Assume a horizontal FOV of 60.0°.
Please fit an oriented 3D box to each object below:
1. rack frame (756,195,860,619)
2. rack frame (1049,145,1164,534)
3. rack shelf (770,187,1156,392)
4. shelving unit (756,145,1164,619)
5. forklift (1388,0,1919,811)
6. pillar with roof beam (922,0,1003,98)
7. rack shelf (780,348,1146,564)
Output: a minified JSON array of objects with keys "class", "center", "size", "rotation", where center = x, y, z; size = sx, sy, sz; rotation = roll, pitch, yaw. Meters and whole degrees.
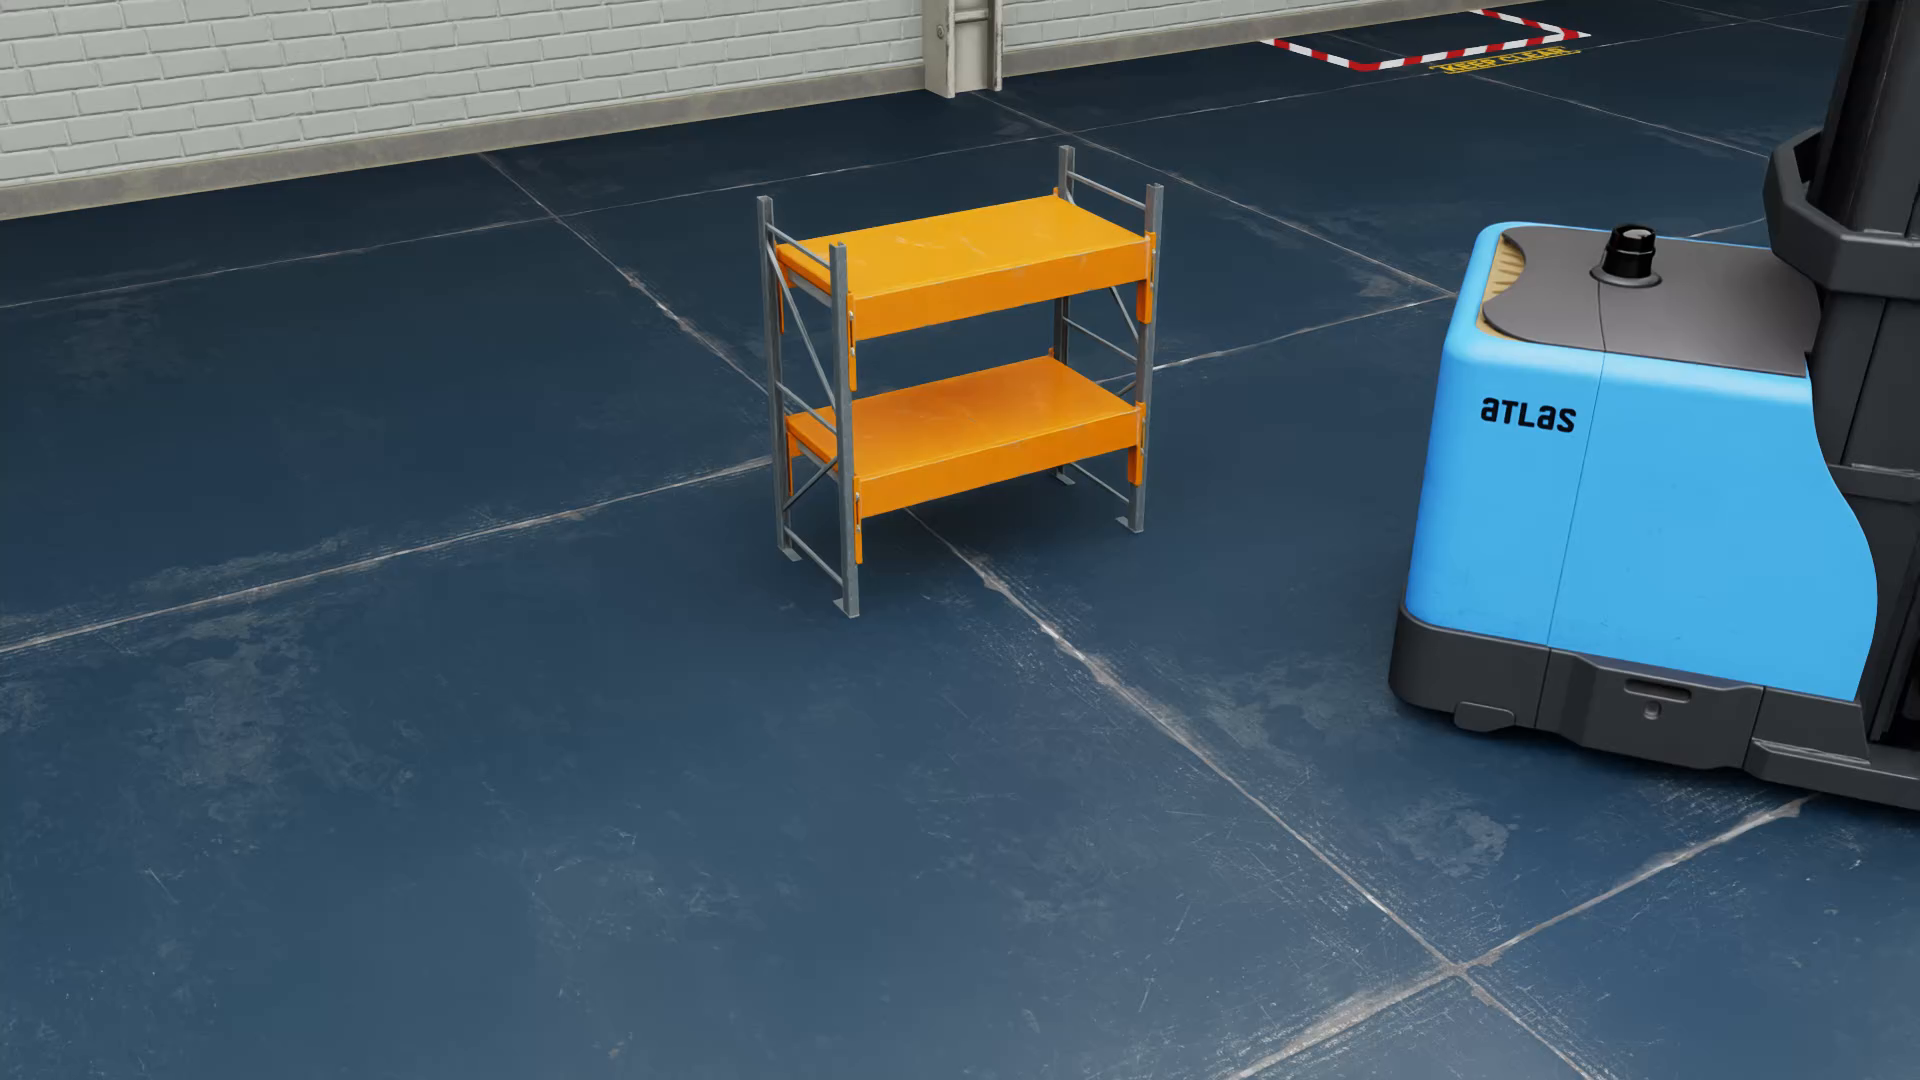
[{"class":"rack frame","center":[-0.432,-0.370,4.756],"size":[0.032,1.125,0.500],"rotation":[-16,33,-26]},{"class":"rack frame","center":[0.444,-0.619,5.207],"size":[0.032,1.125,0.500],"rotation":[-16,33,-26]},{"class":"rack shelf","center":[0.006,-0.750,4.840],"size":[1.000,0.278,0.538],"rotation":[-16,33,-26]},{"class":"shelving unit","center":[0.006,-0.494,4.981],"size":[1.048,1.125,0.538],"rotation":[-16,33,-26]},{"class":"forklift","center":[2.707,-0.784,3.638],"size":[3.031,2.935,1.130],"rotation":[10,30,18]},{"class":"pillar with roof beam","center":[2.196,-4.950,4.905],"size":[0.400,9.000,9.100],"rotation":[-16,33,-26]},{"class":"rack shelf","center":[0.006,-0.280,5.099],"size":[1.000,0.278,0.538],"rotation":[-16,33,-26]}]
